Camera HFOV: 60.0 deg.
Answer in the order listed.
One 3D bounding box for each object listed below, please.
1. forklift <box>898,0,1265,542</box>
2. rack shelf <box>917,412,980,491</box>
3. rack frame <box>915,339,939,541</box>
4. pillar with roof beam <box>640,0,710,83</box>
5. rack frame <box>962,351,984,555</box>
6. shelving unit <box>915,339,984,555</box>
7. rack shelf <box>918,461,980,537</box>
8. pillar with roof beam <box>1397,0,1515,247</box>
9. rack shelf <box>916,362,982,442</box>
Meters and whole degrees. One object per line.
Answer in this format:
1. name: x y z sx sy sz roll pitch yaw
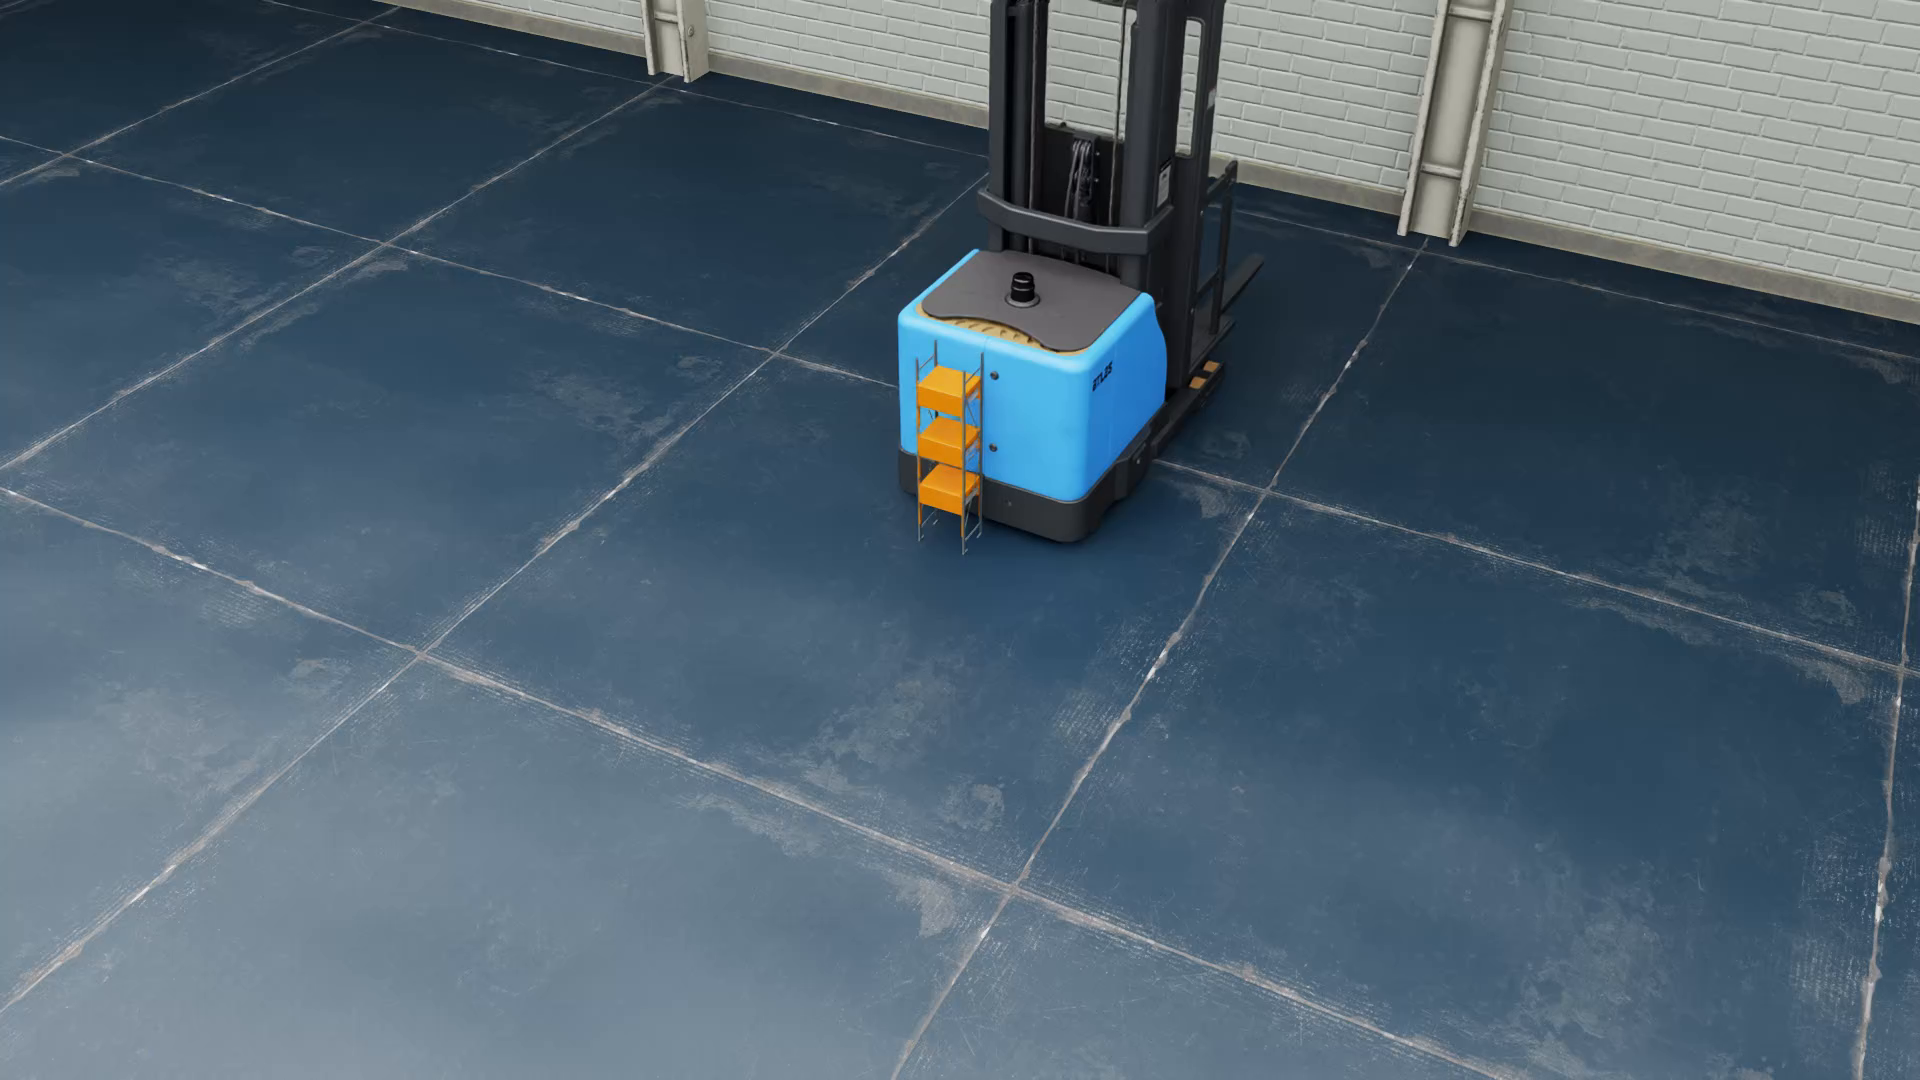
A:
1. forklift: 0.842 -2.029 8.519 1.130 2.935 3.031 19 41 23
2. rack shelf: -0.048 -0.425 7.978 0.240 0.259 0.215 17 41 21
3. rack frame: -0.156 -0.467 8.017 0.008 1.050 0.200 17 41 21
4. pillar with roof beam: -4.194 -4.977 7.383 0.400 9.000 9.100 17 41 21
5. rack frame: 0.061 -0.399 7.927 0.008 1.050 0.200 17 41 21
6. shelving unit: -0.048 -0.433 7.972 0.252 1.050 0.215 17 41 21
7. rack shelf: -0.048 -0.203 8.146 0.240 0.259 0.215 17 41 21
8. pillar with roof beam: 1.134 -3.308 5.185 0.400 9.000 9.100 17 41 21
9. rack shelf: -0.048 -0.651 7.807 0.240 0.259 0.215 17 41 21
